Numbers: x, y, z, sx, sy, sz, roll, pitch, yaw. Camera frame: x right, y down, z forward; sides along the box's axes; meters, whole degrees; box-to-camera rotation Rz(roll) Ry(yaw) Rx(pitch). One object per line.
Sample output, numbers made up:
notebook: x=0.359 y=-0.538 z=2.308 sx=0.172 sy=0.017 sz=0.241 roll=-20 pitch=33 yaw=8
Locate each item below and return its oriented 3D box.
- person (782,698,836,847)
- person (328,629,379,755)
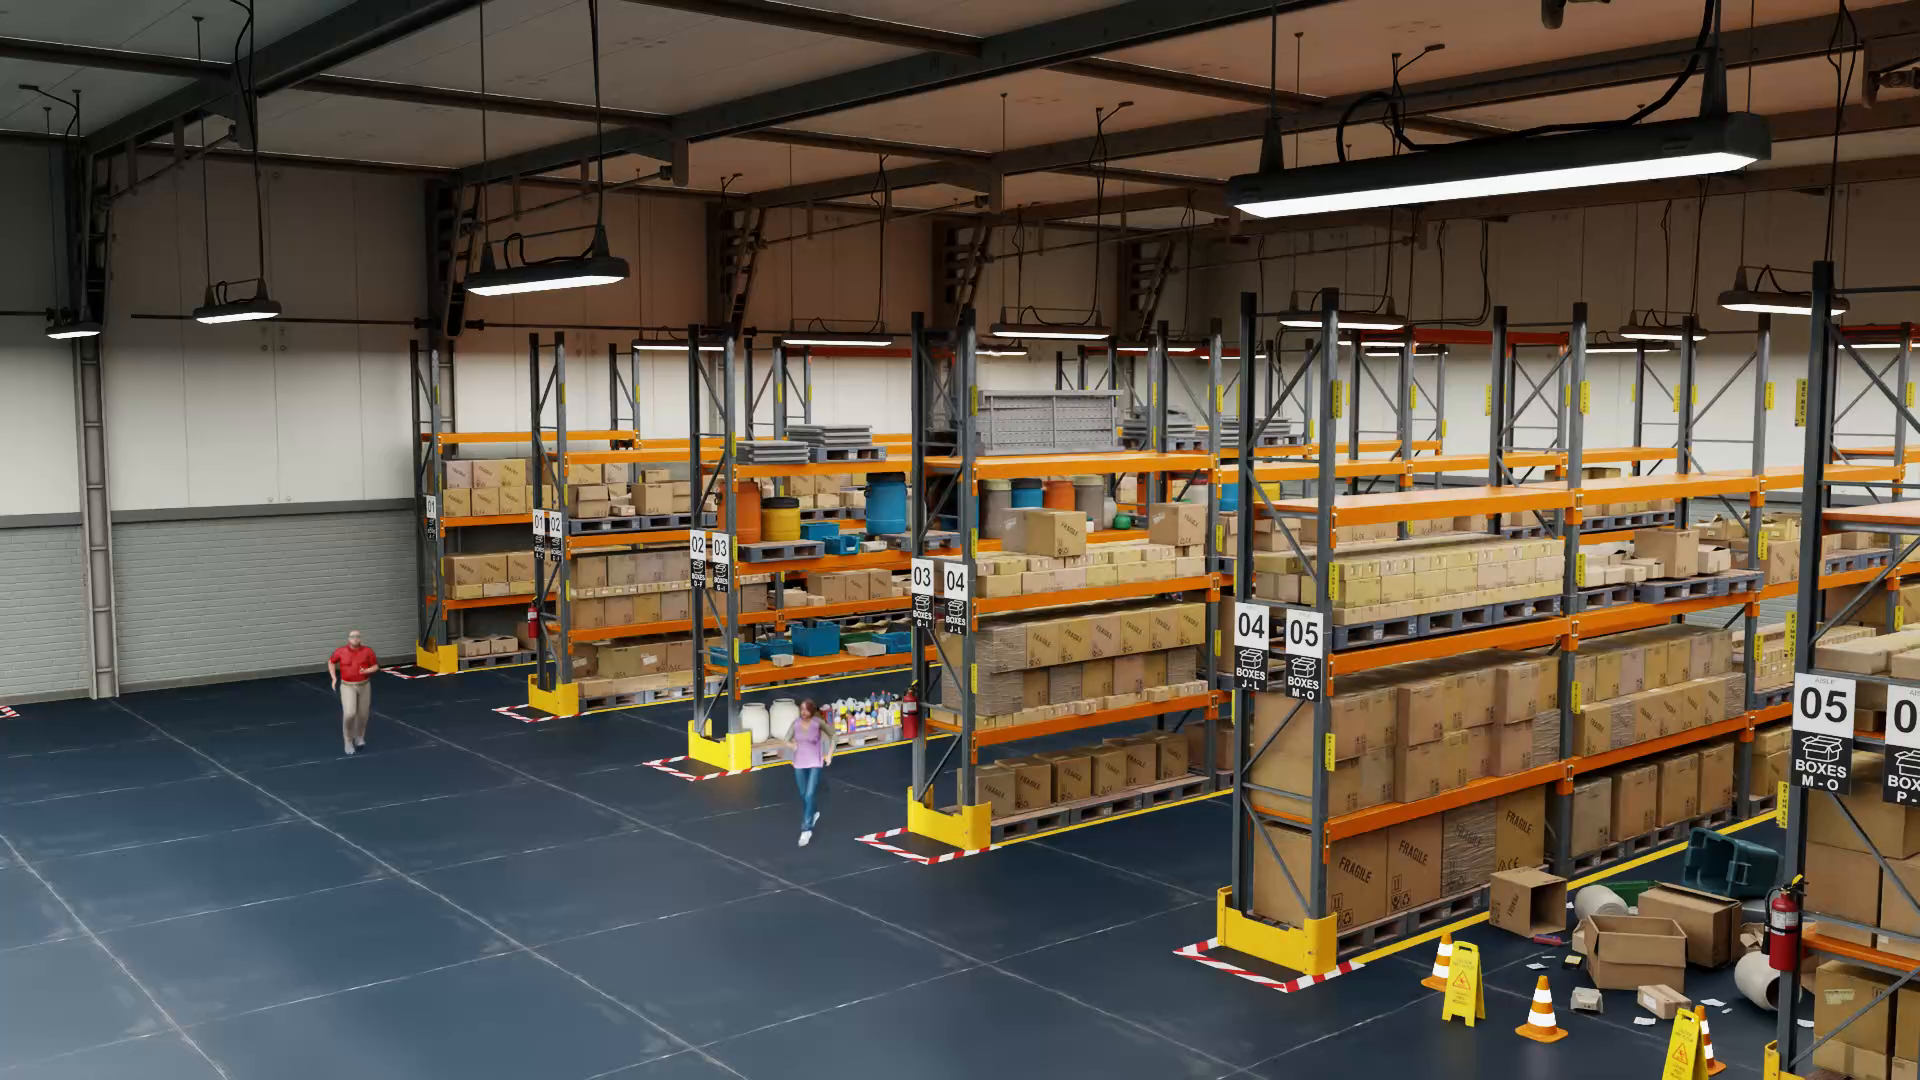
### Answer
person: x=-1.727 y=2.604 z=18.979 sx=0.573 sy=1.631 sz=0.764 roll=1 pitch=5 yaw=14
person: x=-8.536 y=2.149 z=23.486 sx=0.633 sy=1.781 sz=0.735 roll=-3 pitch=6 yaw=-29
